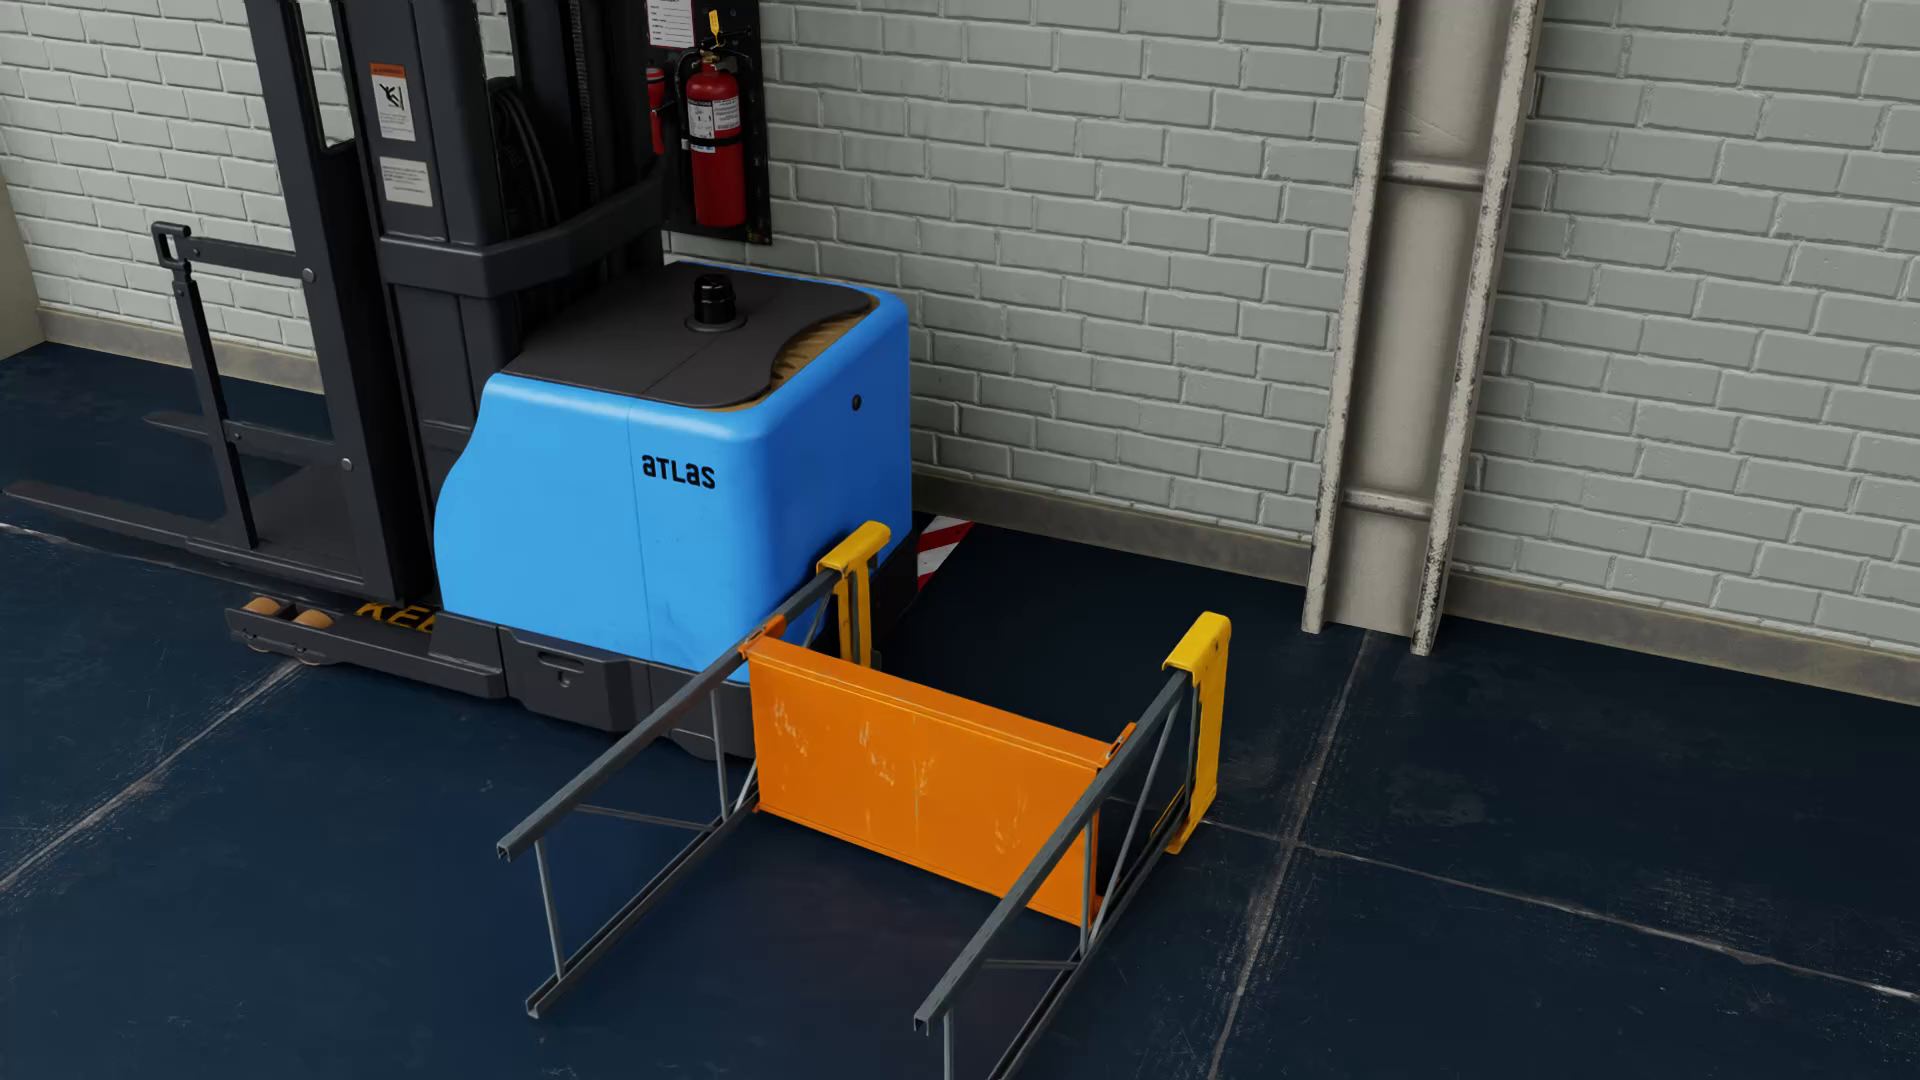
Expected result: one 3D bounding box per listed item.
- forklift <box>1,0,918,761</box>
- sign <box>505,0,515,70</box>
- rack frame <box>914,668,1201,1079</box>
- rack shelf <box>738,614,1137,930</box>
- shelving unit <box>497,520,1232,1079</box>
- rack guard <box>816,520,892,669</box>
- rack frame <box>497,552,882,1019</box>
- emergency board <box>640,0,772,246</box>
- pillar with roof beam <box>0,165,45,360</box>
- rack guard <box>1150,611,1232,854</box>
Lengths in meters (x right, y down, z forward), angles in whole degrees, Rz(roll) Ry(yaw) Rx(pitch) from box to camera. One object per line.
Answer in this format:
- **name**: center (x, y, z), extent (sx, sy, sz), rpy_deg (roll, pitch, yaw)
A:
- **forklift**: center (-1.702, -1.120, 4.753), extent (3.031, 2.935, 1.130), rpy_deg (11, 31, 19)
- **sign**: center (-1.432, -1.693, 5.661), extent (0.234, 0.329, 0.001), rpy_deg (11, 31, 19)
- **rack frame**: center (0.289, 0.769, 3.768), extent (0.032, 0.500, 1.500), rpy_deg (15, 33, 25)
- **rack shelf**: center (-0.071, 0.570, 4.117), extent (1.000, 0.538, 0.185), rpy_deg (15, 33, 25)
- **shelving unit**: center (-0.149, 0.651, 3.976), extent (1.083, 0.587, 1.500), rpy_deg (15, 33, 25)
- **rack guard**: center (-0.286, 0.259, 4.659), extent (0.087, 0.587, 0.250), rpy_deg (15, 33, 25)
- **rack frame**: center (-0.603, 0.529, 4.192), extent (0.032, 0.500, 1.500), rpy_deg (15, 33, 25)
- **emergency board**: center (-0.958, -1.529, 5.406), extent (0.643, 1.169, 0.194), rpy_deg (11, 31, 19)
- **pillar with roof beam**: center (-5.861, -2.813, 1.581), extent (0.400, 9.000, 9.100), rpy_deg (11, 31, 19)
- **rack guard**: center (0.588, 0.494, 4.243), extent (0.087, 0.587, 0.250), rpy_deg (15, 33, 25)
